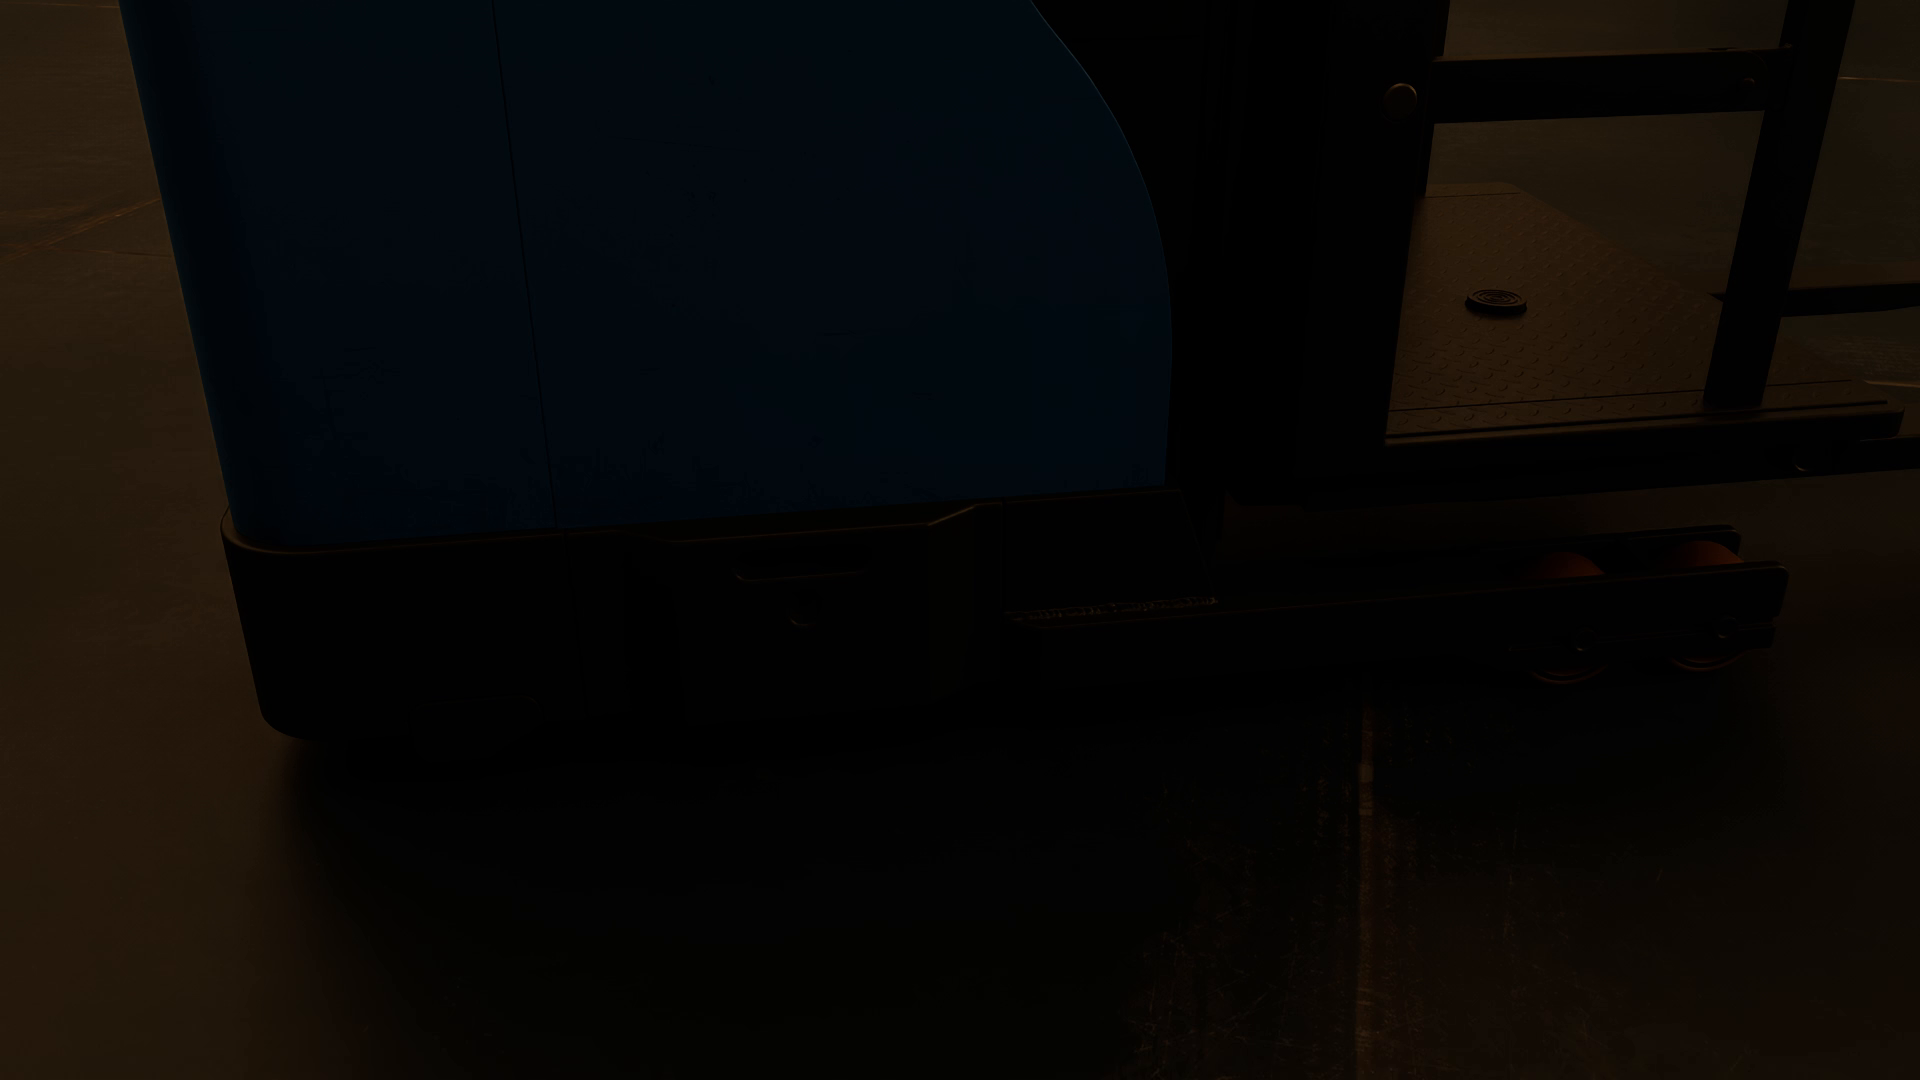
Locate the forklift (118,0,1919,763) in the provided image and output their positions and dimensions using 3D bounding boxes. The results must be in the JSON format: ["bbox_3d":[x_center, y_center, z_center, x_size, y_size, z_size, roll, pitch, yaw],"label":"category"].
[{"bbox_3d":[0.600,-1.354,1.930,3.031,2.935,1.130,-4,27,-9],"label":"forklift"}]
